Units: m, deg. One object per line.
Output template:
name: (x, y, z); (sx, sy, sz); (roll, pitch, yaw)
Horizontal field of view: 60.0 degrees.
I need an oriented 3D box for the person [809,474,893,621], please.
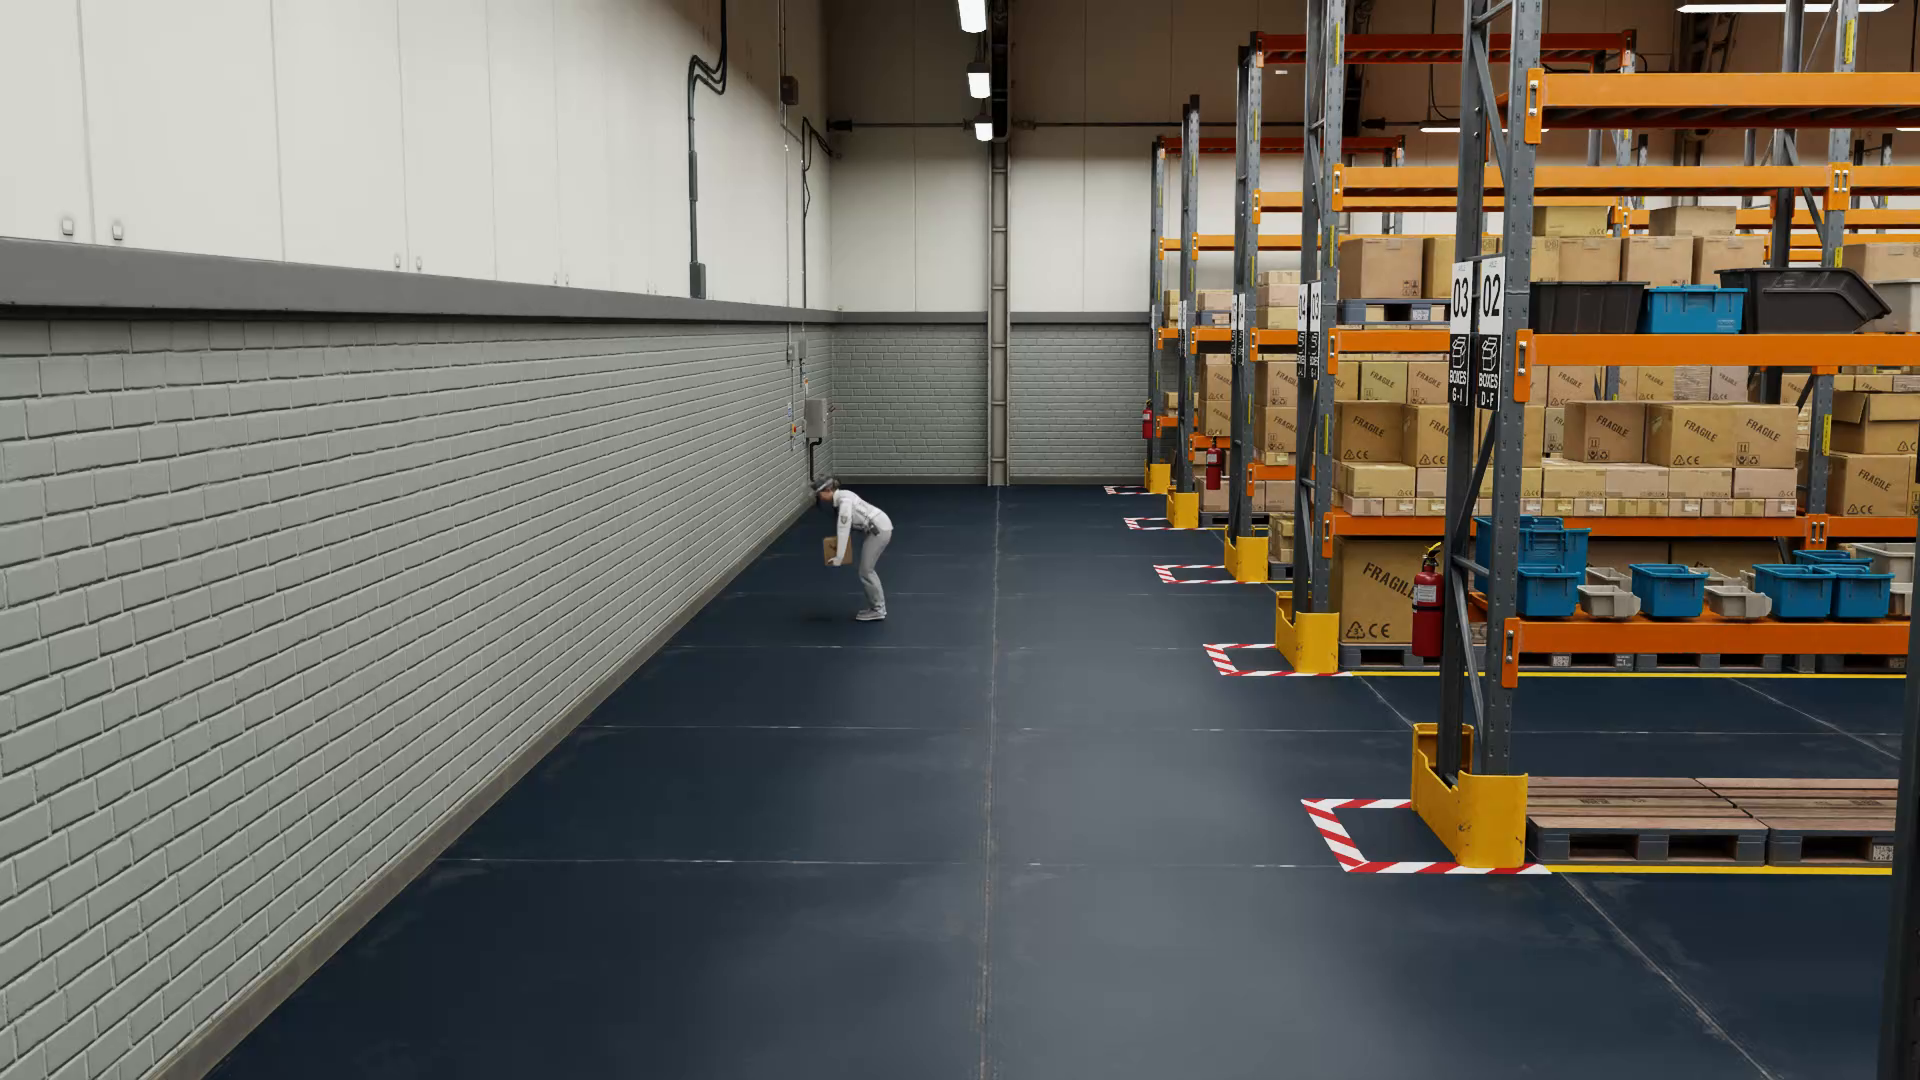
person: (-1.058, 0.066, 16.222); (0.814, 1.427, 0.408); (0, 7, 0)
